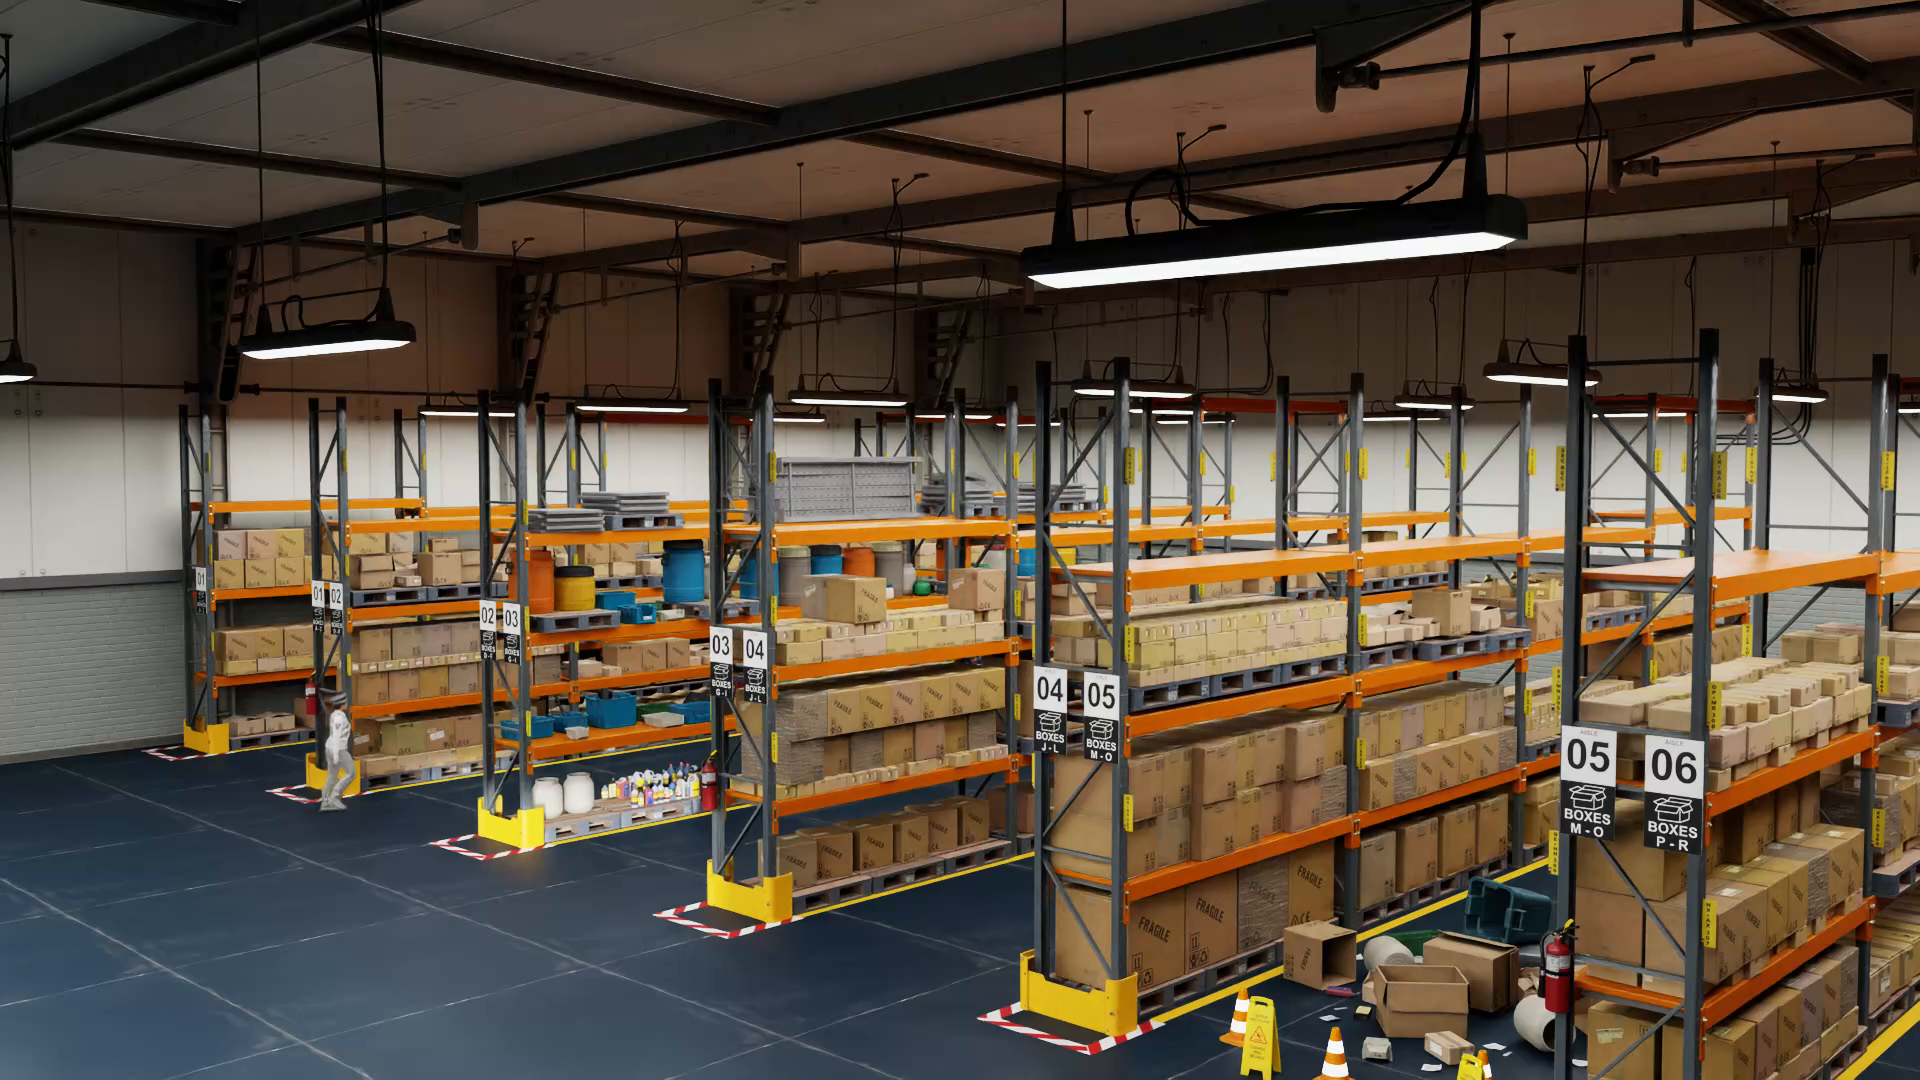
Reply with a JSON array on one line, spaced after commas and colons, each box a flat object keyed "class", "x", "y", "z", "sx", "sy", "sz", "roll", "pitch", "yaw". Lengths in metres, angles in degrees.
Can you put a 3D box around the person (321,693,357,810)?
[{"class": "person", "x": -8.998, "y": 3.050, "z": 24.015, "sx": 0.469, "sy": 1.669, "sz": 0.513, "roll": -2, "pitch": 4, "yaw": -33}]
